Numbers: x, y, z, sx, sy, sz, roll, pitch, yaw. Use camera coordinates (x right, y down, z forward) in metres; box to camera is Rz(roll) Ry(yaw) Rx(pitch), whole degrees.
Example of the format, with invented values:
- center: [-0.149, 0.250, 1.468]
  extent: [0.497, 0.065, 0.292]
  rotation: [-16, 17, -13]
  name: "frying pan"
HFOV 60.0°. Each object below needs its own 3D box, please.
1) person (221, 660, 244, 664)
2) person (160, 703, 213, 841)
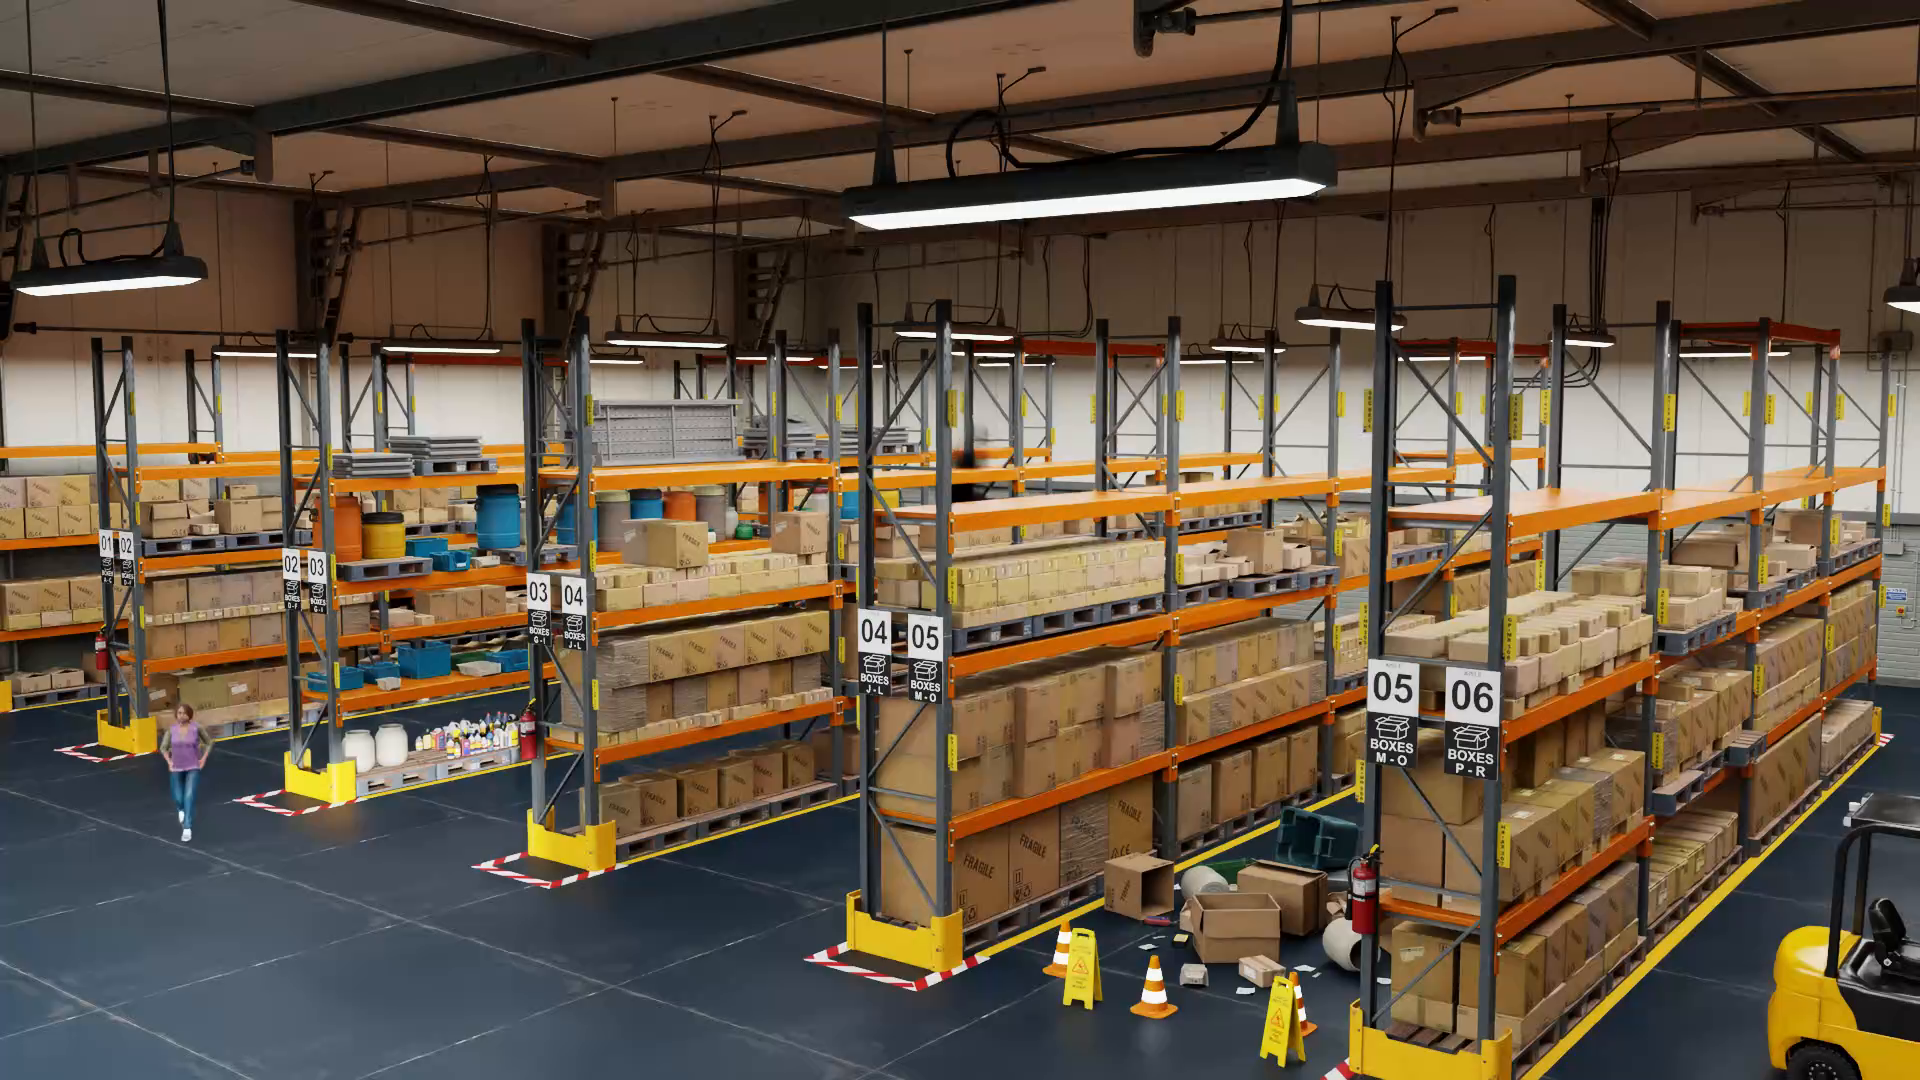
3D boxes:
- center: [-11.868, 1.925, 27.112]
  extent: [0.662, 1.715, 0.987]
  rotation: [3, 6, 35]
  name: "person"
- center: [-9.080, 2.692, 19.548]
  extent: [0.565, 1.586, 0.620]
  rotation: [-2, 5, -18]
  name: "person"
